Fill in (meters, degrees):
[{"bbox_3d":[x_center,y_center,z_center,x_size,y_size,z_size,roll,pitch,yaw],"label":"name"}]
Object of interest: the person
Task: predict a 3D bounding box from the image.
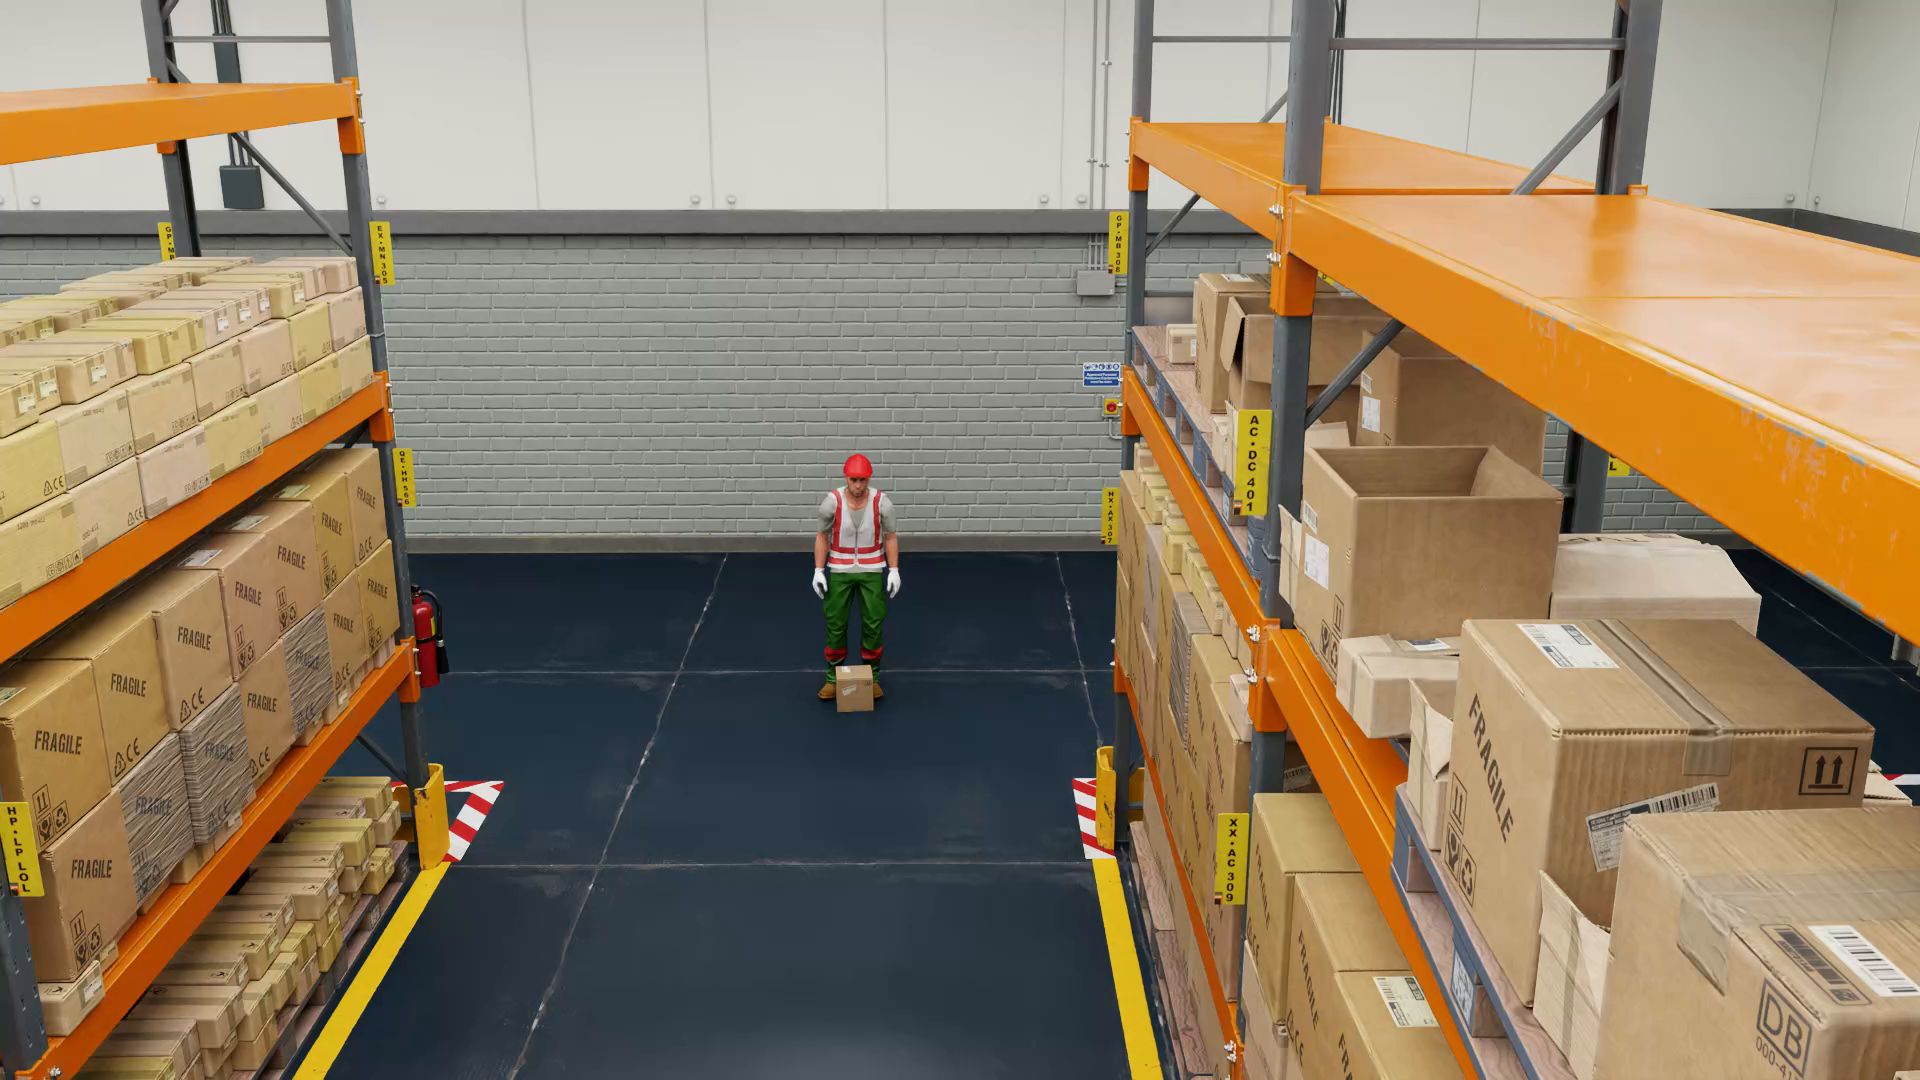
[{"bbox_3d":[-0.726,0.248,11.700,0.622,1.781,0.445,-1,17,-3],"label":"person"}]
